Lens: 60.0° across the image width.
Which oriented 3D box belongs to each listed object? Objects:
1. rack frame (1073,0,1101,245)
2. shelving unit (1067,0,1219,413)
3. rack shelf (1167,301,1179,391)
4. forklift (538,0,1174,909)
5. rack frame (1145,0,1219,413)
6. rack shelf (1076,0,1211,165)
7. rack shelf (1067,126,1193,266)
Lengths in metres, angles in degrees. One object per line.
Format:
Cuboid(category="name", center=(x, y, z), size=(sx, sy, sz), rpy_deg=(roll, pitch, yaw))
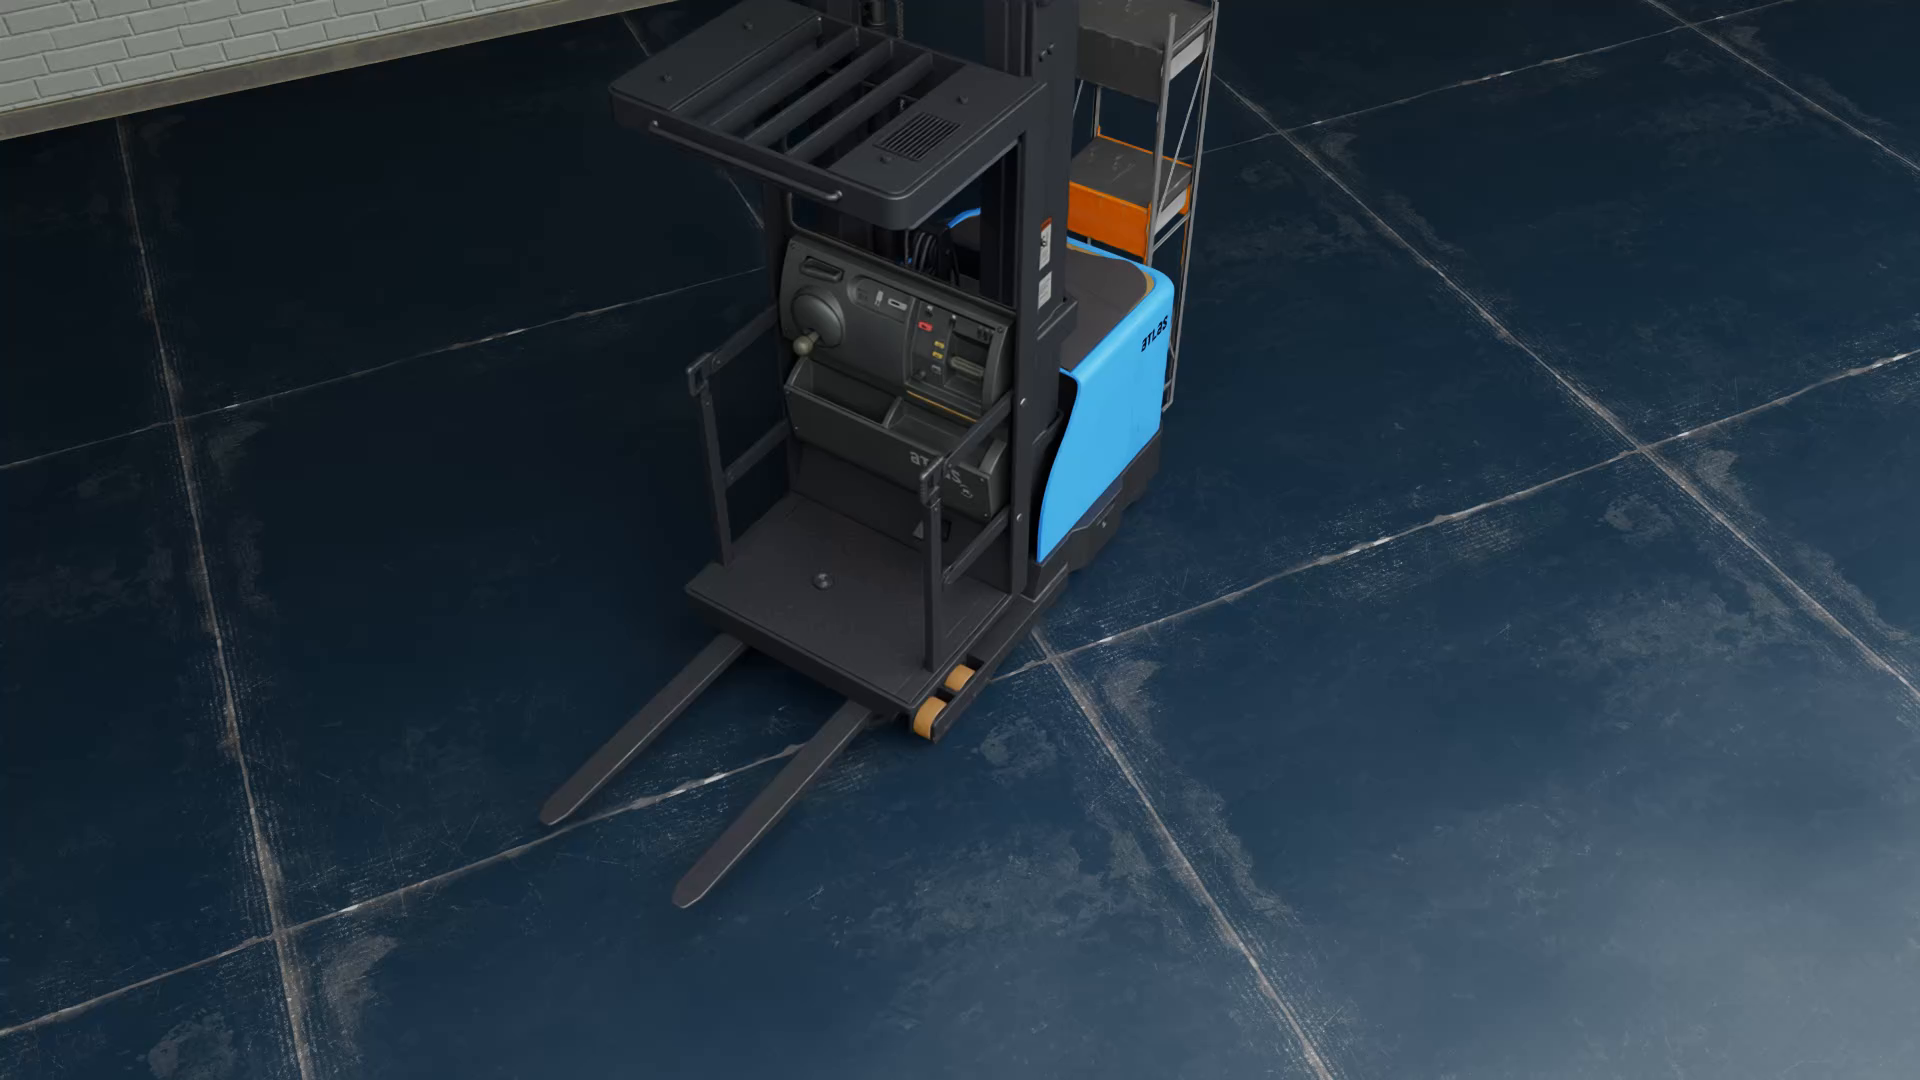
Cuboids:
Cuboid(category="rack frame", center=(0.471, -1.467, 7.111), size=(0.015, 2.100, 0.400), rpy_deg=(25, 50, 23))
Cuboid(category="shelving unit", center=(0.673, -1.372, 7.014), size=(0.503, 2.100, 0.431), rpy_deg=(25, 50, 23))
Cuboid(category="rack shelf", center=(0.673, -0.864, 7.516), size=(0.480, 0.518, 0.431), rpy_deg=(25, 50, 23))
Cuboid(category="forklift", center=(-0.360, -0.666, 5.707), size=(1.130, 2.935, 3.031), rpy_deg=(25, 50, 23))
Cuboid(category="rack frame", center=(0.876, -1.277, 6.918), size=(0.015, 2.100, 0.400), rpy_deg=(25, 50, 23))
Cuboid(category="rack shelf", center=(0.673, -1.861, 6.532), size=(0.480, 0.518, 0.431), rpy_deg=(25, 50, 23))
Cuboid(category="rack shelf", center=(0.673, -1.362, 7.024), size=(0.480, 0.518, 0.431), rpy_deg=(25, 50, 23))
